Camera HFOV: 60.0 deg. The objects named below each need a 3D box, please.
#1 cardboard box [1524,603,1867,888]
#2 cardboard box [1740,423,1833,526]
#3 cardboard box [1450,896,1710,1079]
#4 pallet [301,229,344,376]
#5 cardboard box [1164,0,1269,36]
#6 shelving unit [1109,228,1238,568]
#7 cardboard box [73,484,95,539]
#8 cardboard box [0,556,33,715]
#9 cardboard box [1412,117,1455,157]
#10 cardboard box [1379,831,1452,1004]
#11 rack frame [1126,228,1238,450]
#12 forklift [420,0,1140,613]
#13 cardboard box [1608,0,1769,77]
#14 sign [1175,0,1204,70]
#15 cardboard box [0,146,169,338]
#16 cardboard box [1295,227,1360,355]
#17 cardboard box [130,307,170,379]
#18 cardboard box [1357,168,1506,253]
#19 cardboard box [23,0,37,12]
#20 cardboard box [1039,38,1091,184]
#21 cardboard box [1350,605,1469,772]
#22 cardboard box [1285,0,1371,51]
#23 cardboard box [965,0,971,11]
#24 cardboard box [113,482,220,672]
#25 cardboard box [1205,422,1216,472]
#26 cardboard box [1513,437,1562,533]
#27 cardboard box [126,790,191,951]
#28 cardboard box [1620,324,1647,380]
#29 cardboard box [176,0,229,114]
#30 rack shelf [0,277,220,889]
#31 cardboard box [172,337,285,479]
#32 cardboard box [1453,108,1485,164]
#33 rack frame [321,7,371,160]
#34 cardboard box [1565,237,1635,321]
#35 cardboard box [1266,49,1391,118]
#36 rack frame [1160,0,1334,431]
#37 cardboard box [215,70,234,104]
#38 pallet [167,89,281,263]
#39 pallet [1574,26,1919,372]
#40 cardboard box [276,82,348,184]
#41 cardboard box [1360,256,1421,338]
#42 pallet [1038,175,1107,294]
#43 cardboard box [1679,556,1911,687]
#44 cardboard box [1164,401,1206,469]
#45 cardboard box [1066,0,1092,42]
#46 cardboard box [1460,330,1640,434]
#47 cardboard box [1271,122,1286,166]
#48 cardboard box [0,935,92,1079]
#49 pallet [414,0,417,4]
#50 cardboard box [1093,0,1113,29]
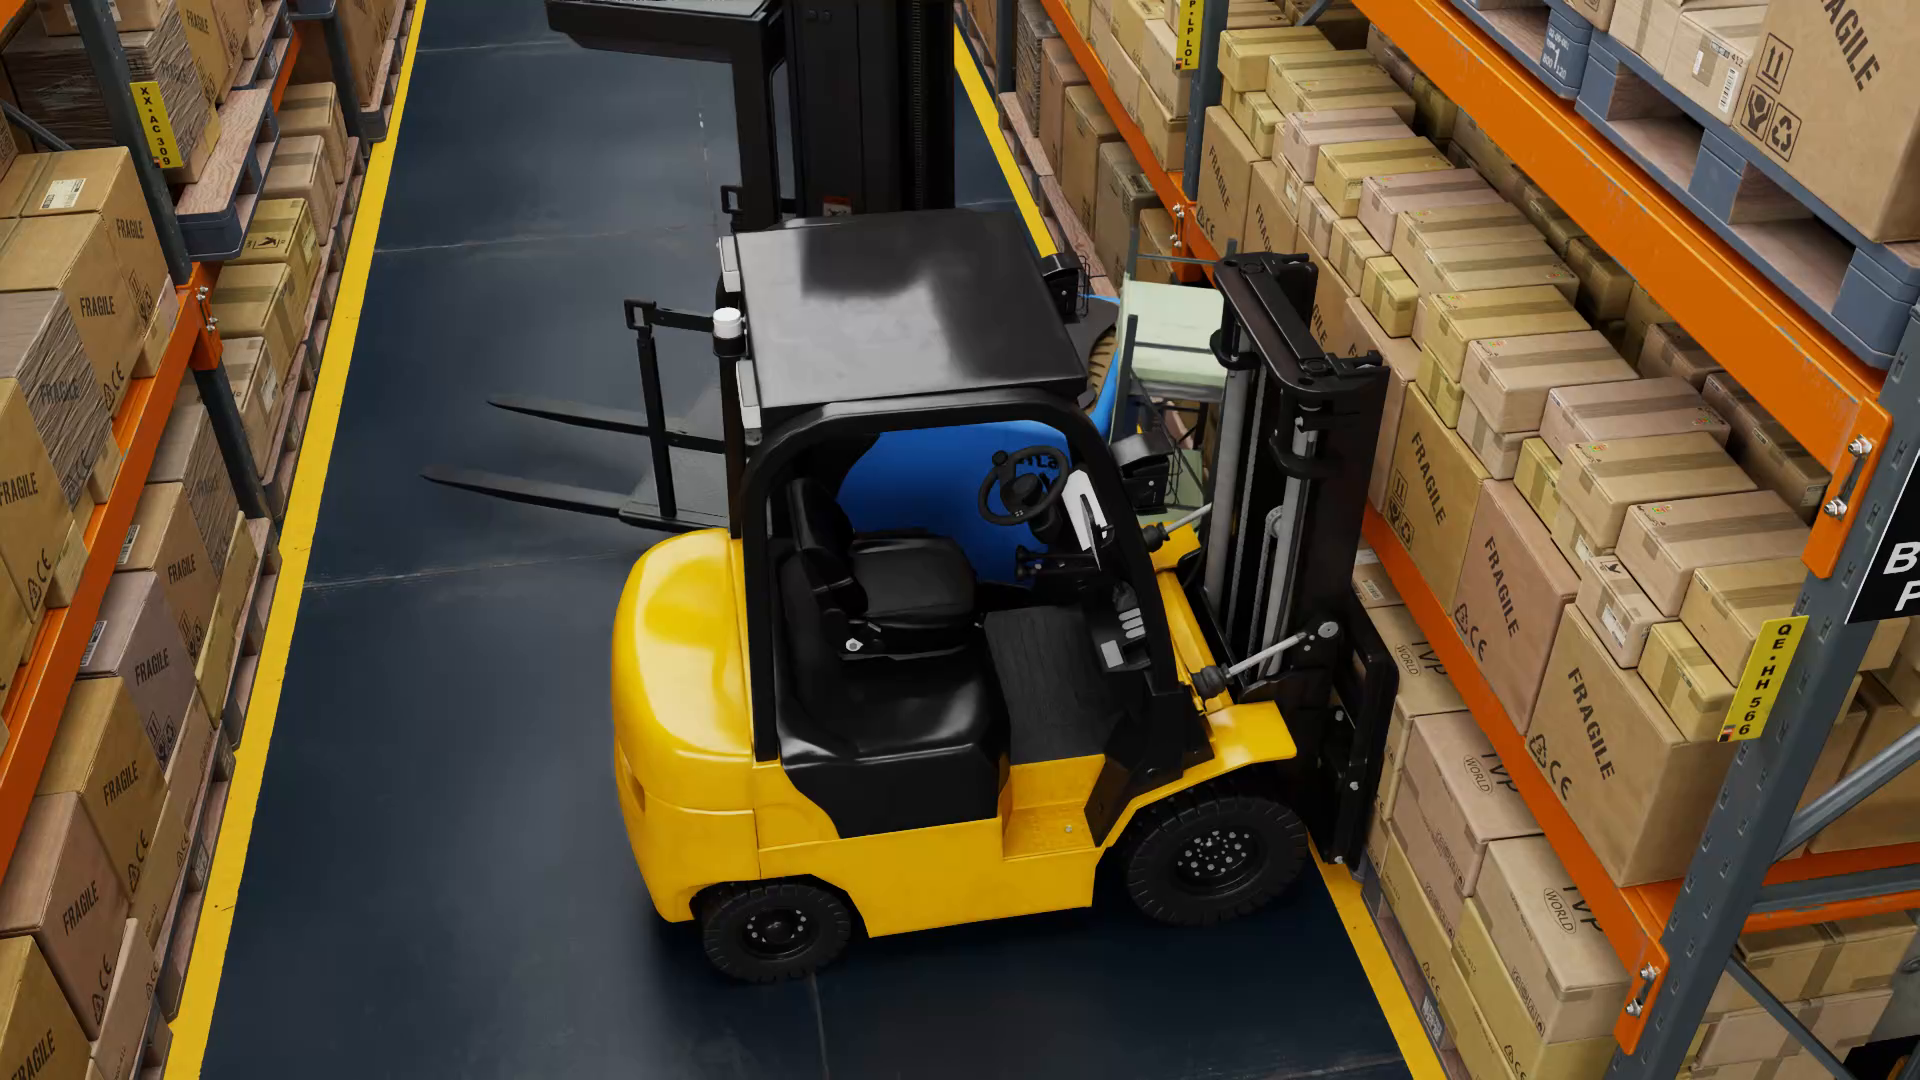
[{"bbox_3d":[1.790,0.472,4.116,0.500,0.500,0.500,-7,38,-9],"label":"cardboard box"},{"bbox_3d":[2.214,-0.178,4.181,0.380,0.149,0.250,-6,38,-7],"label":"cardboard box"},{"bbox_3d":[1.742,1.243,4.697,0.500,0.250,0.500,-7,38,-9],"label":"cardboard box"},{"bbox_3d":[-3.808,-1.207,8.631,1.003,0.211,1.213,-6,38,-8],"label":"pallet"},{"bbox_3d":[1.092,-2.267,7.113,0.380,0.149,0.250,-7,38,-9],"label":"cardboard box"},{"bbox_3d":[0.759,-0.330,6.384,0.431,1.500,0.755,6,34,3],"label":"shelving unit"},{"bbox_3d":[-2.899,-0.068,5.097,0.380,0.149,0.250,-7,38,-9],"label":"cardboard box"},{"bbox_3d":[-2.746,0.224,4.193,0.500,0.500,0.500,-7,38,-9],"label":"cardboard box"},{"bbox_3d":[1.859,-1.456,6.069,0.380,0.149,0.250,-5,38,-7],"label":"cardboard box"},{"bbox_3d":[1.664,1.149,5.224,0.500,0.250,0.500,-6,38,-8],"label":"cardboard box"},{"bbox_3d":[0.795,-0.534,6.686,0.400,1.500,0.023,6,34,3],"label":"rack frame"},{"bbox_3d":[-0.808,-1.227,6.441,3.031,2.935,1.130,9,39,12],"label":"forklift"},{"bbox_3d":[1.646,-1.177,3.561,0.396,0.266,0.258,-6,38,-8],"label":"cardboard box"},{"bbox_3d":[0.901,-1.997,6.496,0.100,0.325,0.005,-6,38,-8],"label":"sign"},{"bbox_3d":[-3.130,-1.015,5.787,0.500,0.500,0.500,-7,38,-9],"label":"cardboard box"},{"bbox_3d":[1.452,-0.760,5.702,0.500,0.500,0.500,-7,38,-8],"label":"cardboard box"},{"bbox_3d":[-3.045,-0.689,5.896,0.380,0.149,0.250,-5,38,-7],"label":"cardboard box"},{"bbox_3d":[1.502,-1.054,5.310,0.380,0.149,0.250,-6,38,-8],"label":"cardboard box"},{"bbox_3d":[-3.847,-1.976,6.682,0.500,0.500,0.500,-6,38,-8],"label":"cardboard box"},{"bbox_3d":[0.951,-2.507,9.626,0.875,0.625,0.625,-5,38,-6],"label":"cardboard box"},{"bbox_3d":[1.554,0.450,5.310,0.500,0.250,0.500,-6,38,-7],"label":"cardboard box"},{"bbox_3d":[1.583,-2.166,6.983,0.380,0.149,0.250,-7,38,-9],"label":"cardboard box"},{"bbox_3d":[0.275,-4.082,11.754,0.500,0.500,0.500,-5,38,-6],"label":"cardboard box"},{"bbox_3d":[-2.993,0.160,5.887,0.500,0.500,0.500,-6,38,-7],"label":"cardboard box"},{"bbox_3d":[1.305,-0.283,6.661,0.500,0.250,0.500,-6,38,-8],"label":"cardboard box"},{"bbox_3d":[1.707,-0.160,4.400,0.380,0.149,0.250,-6,38,-8],"label":"cardboard box"},{"bbox_3d":[-2.810,1.082,5.311,0.500,0.250,0.500,-4,38,-5],"label":"cardboard box"},{"bbox_3d":[2.175,-0.532,4.880,0.380,0.149,0.250,-5,38,-6],"label":"cardboard box"},{"bbox_3d":[-3.341,-2.038,6.763,0.500,0.500,0.500,-6,38,-8],"label":"cardboard box"},{"bbox_3d":[-3.102,0.393,4.886,1.077,0.370,4.000,-6,38,-8],"label":"rack shelf"},{"bbox_3d":[-3.547,-0.544,7.305,0.950,0.372,0.625,-6,38,-7],"label":"cardboard box"},{"bbox_3d":[1.956,-1.429,5.792,0.380,0.149,0.250,-7,38,-9],"label":"cardboard box"},{"bbox_3d":[-4.154,-3.515,9.330,1.000,3.000,0.127,-6,38,-8],"label":"rack frame"},{"bbox_3d":[2.044,-0.796,4.976,0.380,0.149,0.250,-6,38,-8],"label":"cardboard box"},{"bbox_3d":[1.350,-1.678,6.112,0.380,0.149,0.250,-6,38,-7],"label":"cardboard box"},{"bbox_3d":[1.434,-1.635,6.910,1.000,3.000,0.127,-6,38,-8],"label":"rack frame"},{"bbox_3d":[-3.402,-2.008,7.252,0.380,0.149,0.250,-6,38,-7],"label":"cardboard box"},{"bbox_3d":[-3.443,-1.501,6.893,1.003,0.211,1.213,-6,38,-8],"label":"pallet"},{"bbox_3d":[2.037,-0.799,3.460,1.003,0.211,1.213,-6,38,-8],"label":"pallet"},{"bbox_3d":[-4.064,-2.301,9.566,0.950,0.372,0.625,-9,39,-11],"label":"cardboard box"},{"bbox_3d":[1.482,-0.774,5.191,0.380,0.149,0.250,-7,38,-9],"label":"cardboard box"},{"bbox_3d":[1.049,-1.713,9.283,1.003,0.211,1.213,-6,38,-8],"label":"pallet"},{"bbox_3d":[1.865,0.174,3.729,0.380,0.149,0.250,-6,38,-8],"label":"cardboard box"},{"bbox_3d":[1.193,-0.388,7.203,0.500,0.250,0.500,-6,38,-7],"label":"cardboard box"},{"bbox_3d":[0.839,-2.770,8.492,0.500,0.250,0.500,-5,38,-6],"label":"cardboard box"},{"bbox_3d":[1.593,-0.431,4.507,0.380,0.149,0.250,-5,38,-7],"label":"cardboard box"},{"bbox_3d":[1.351,-1.400,5.996,0.380,0.149,0.250,-6,38,-8],"label":"cardboard box"},{"bbox_3d":[-2.625,1.409,4.279,0.500,0.500,0.500,-7,38,-9],"label":"cardboard box"},{"bbox_3d":[-4.645,-4.372,12.706,1.003,0.211,1.213,-6,38,-8],"label":"pallet"},{"bbox_3d":[0.915,-2.662,7.946,0.500,0.250,0.500,-6,38,-7],"label":"cardboard box"}]
